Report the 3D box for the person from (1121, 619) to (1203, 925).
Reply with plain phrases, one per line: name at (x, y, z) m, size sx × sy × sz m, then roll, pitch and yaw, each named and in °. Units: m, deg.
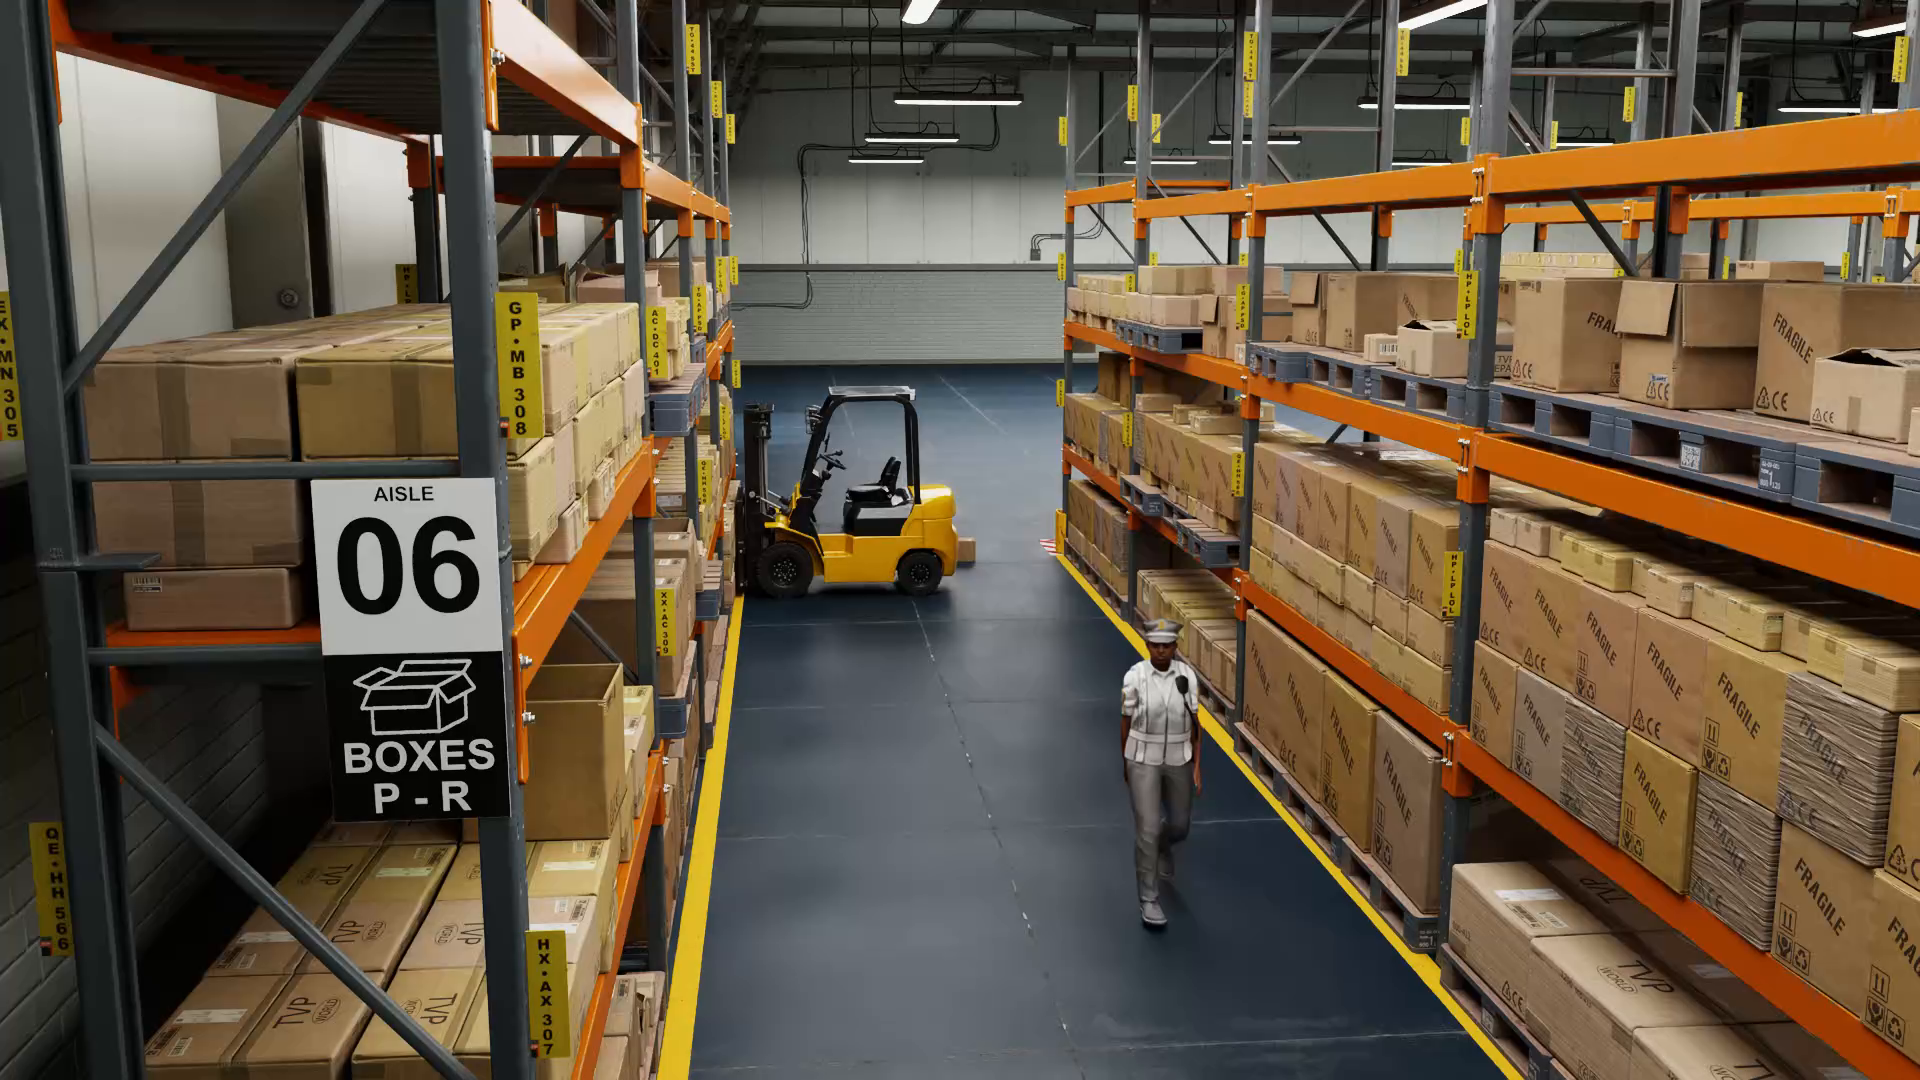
person at (1.123, 1.233, 9.349) m, size 0.441 × 1.659 × 0.813 m, roll -1°, pitch 10°, yaw -6°
